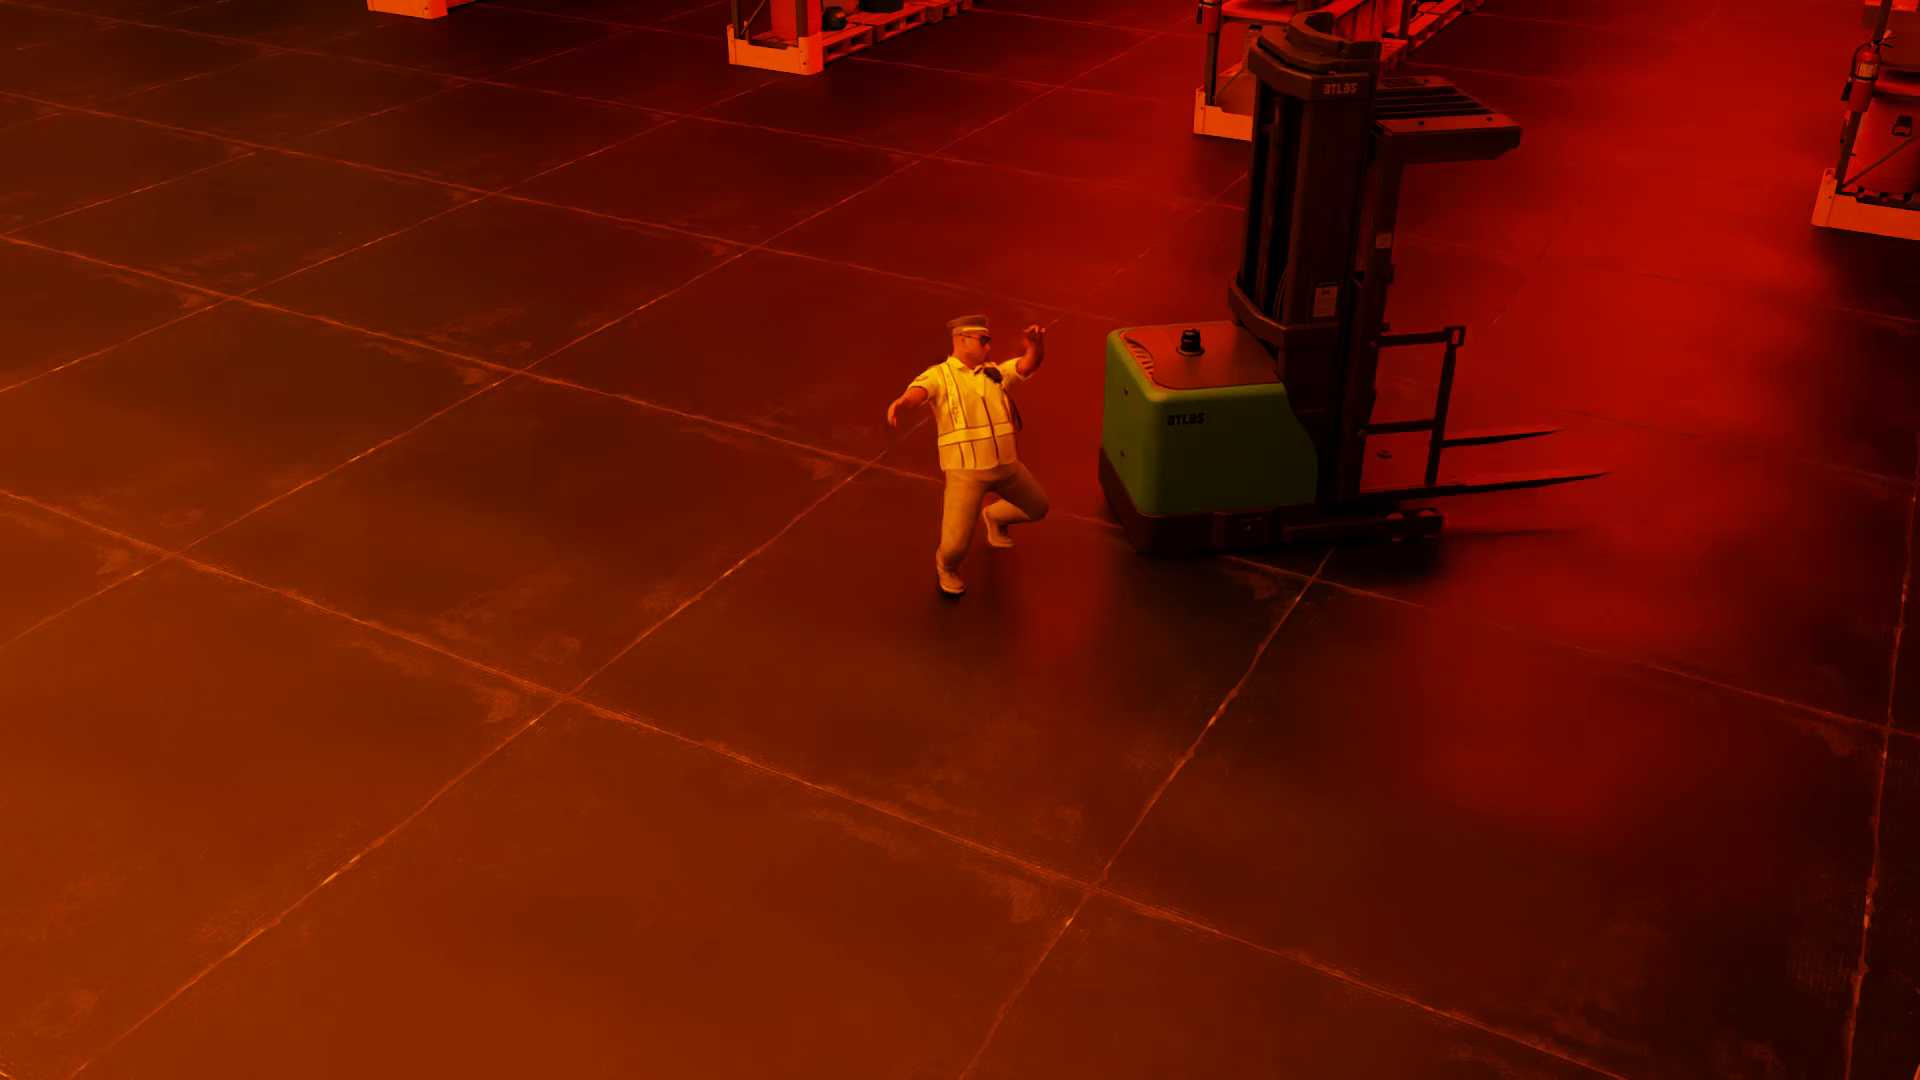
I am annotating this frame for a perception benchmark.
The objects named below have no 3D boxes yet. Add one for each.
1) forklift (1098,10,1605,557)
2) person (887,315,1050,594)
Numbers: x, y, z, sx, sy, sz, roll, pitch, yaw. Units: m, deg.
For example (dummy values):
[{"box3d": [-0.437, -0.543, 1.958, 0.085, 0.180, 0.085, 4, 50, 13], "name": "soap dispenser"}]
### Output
[{"box3d": [2.441, -1.518, 9.701, 3.031, 2.935, 1.130, -5, 30, -9], "name": "forklift"}, {"box3d": [-0.058, -0.467, 9.198, 1.071, 1.594, 0.737, -21, 36, -32], "name": "person"}]
